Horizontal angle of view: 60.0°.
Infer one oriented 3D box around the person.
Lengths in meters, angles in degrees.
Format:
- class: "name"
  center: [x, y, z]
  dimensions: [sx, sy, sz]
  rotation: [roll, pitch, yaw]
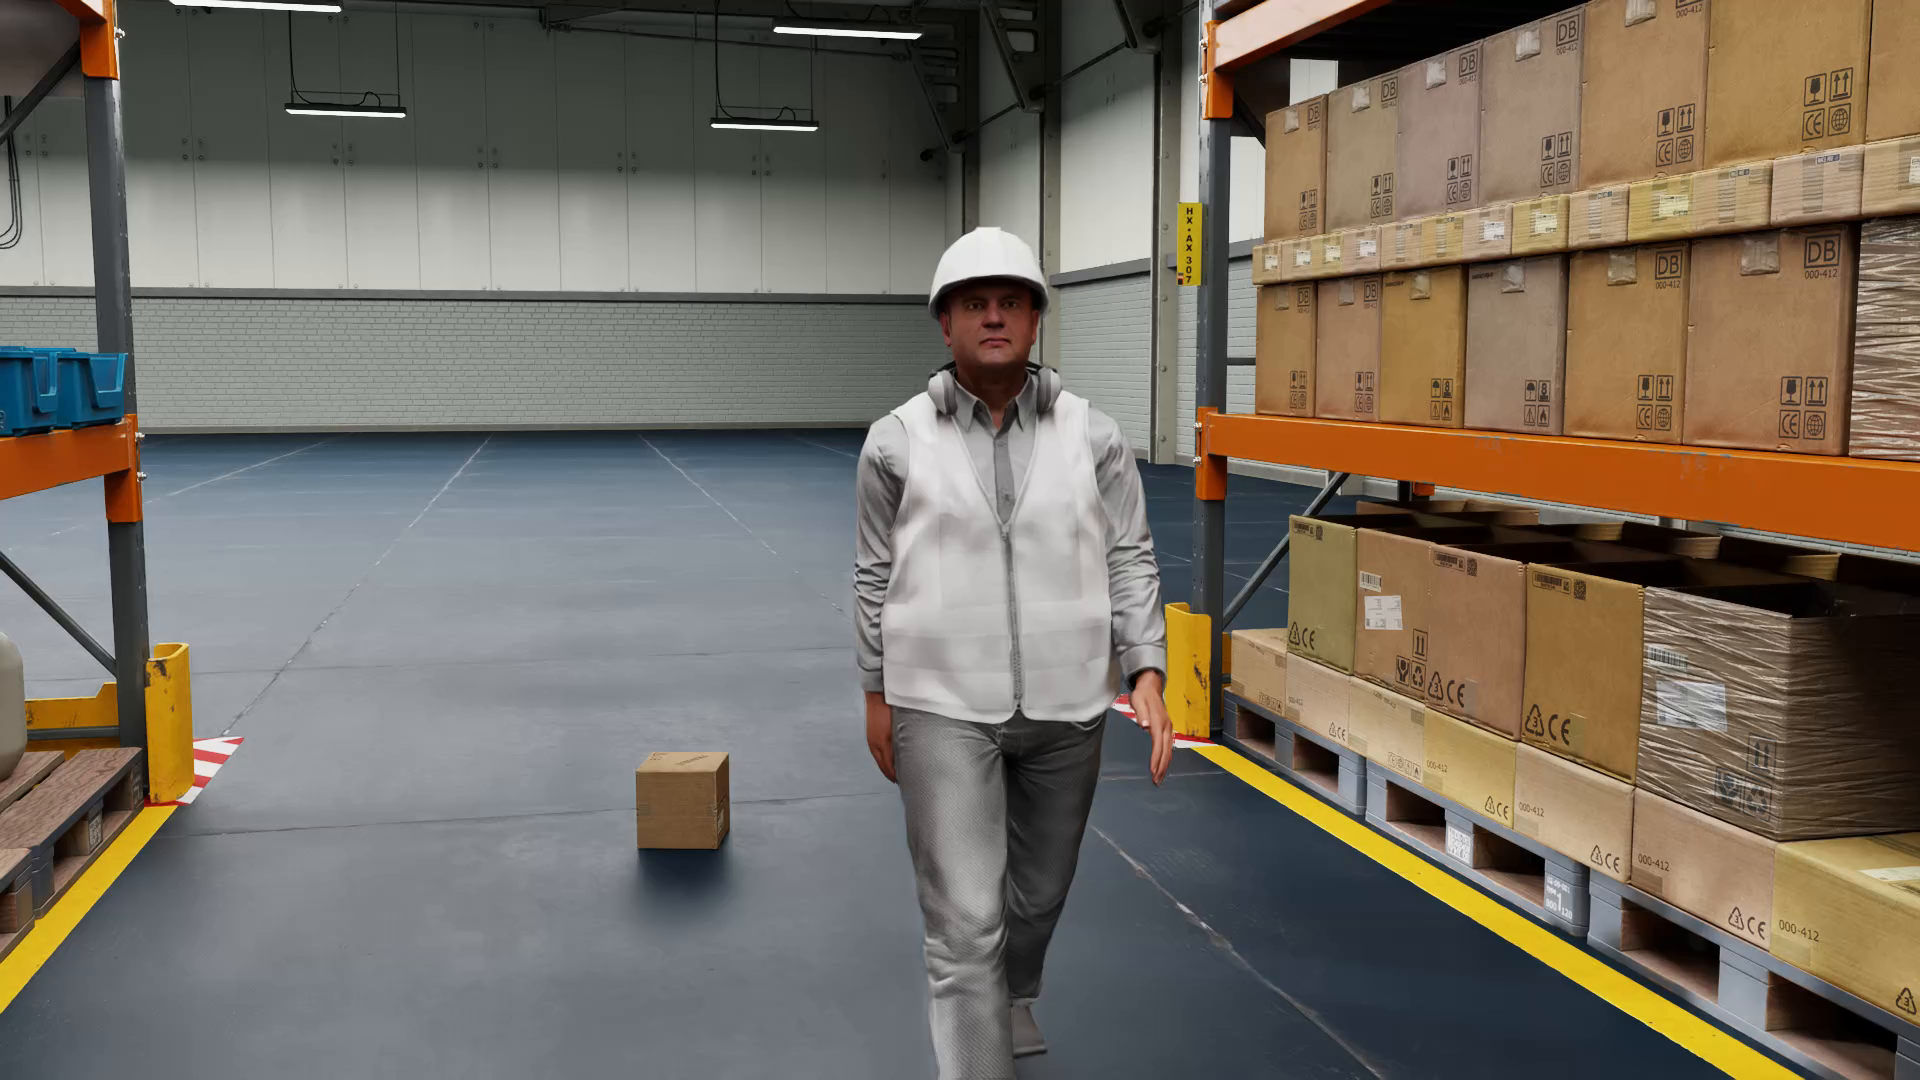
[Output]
- class: "person"
  center: [0.094, 0.292, 3.074]
  dimensions: [0.549, 1.726, 1.048]
  rotation: [-1, 6, -10]
